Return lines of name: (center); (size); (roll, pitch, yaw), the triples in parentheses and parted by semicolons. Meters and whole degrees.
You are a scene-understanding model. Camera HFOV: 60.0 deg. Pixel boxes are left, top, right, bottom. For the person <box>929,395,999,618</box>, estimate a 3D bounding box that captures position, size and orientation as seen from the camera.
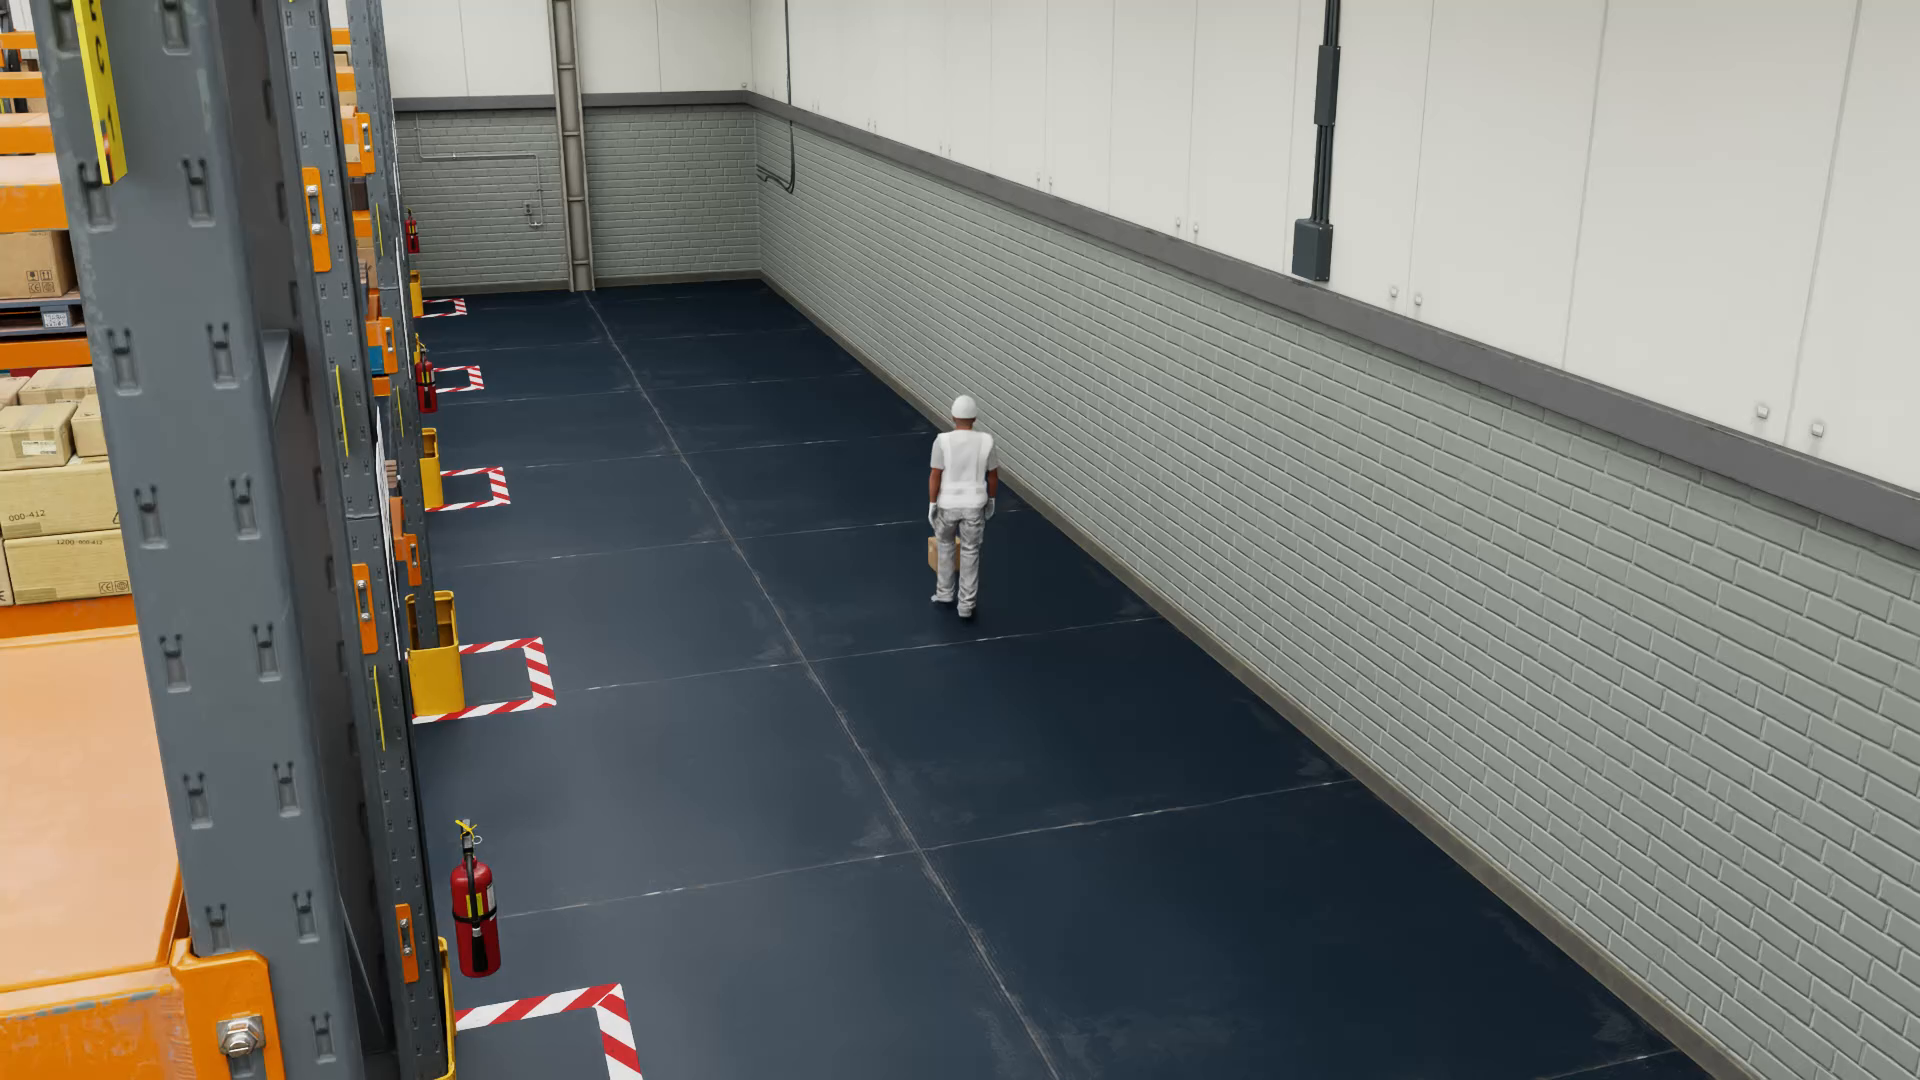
person: (0.024, -0.272, 13.408); (0.570, 1.823, 0.628); (-1, 19, -4)
